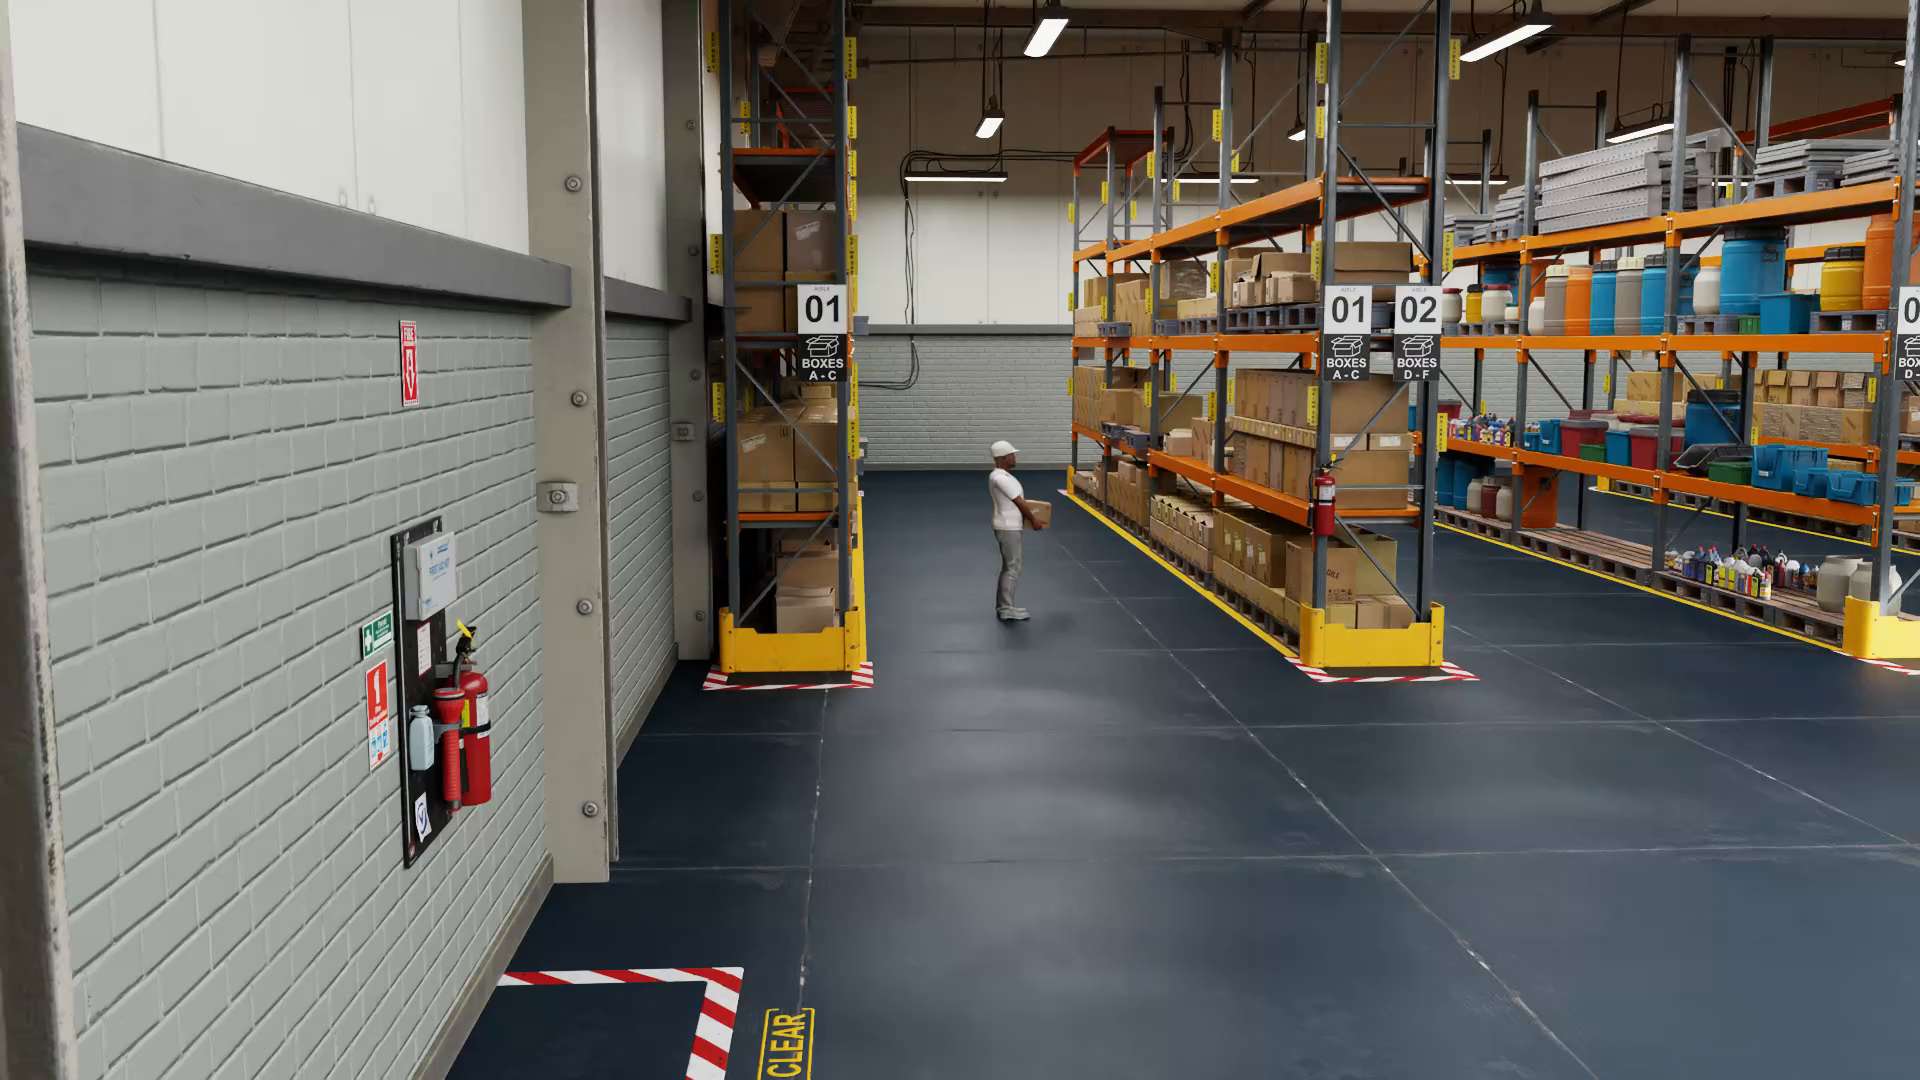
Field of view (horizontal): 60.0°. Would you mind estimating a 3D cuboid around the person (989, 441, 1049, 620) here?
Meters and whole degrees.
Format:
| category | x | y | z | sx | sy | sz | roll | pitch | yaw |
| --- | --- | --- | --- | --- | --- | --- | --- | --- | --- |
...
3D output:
| category | x | y | z | sx | sy | sz | roll | pitch | yaw |
| --- | --- | --- | --- | --- | --- | --- | --- | --- | --- |
| person | 0.577 | -0.106 | 16.552 | 0.586 | 1.760 | 0.503 | 0 | 7 | -3 |
